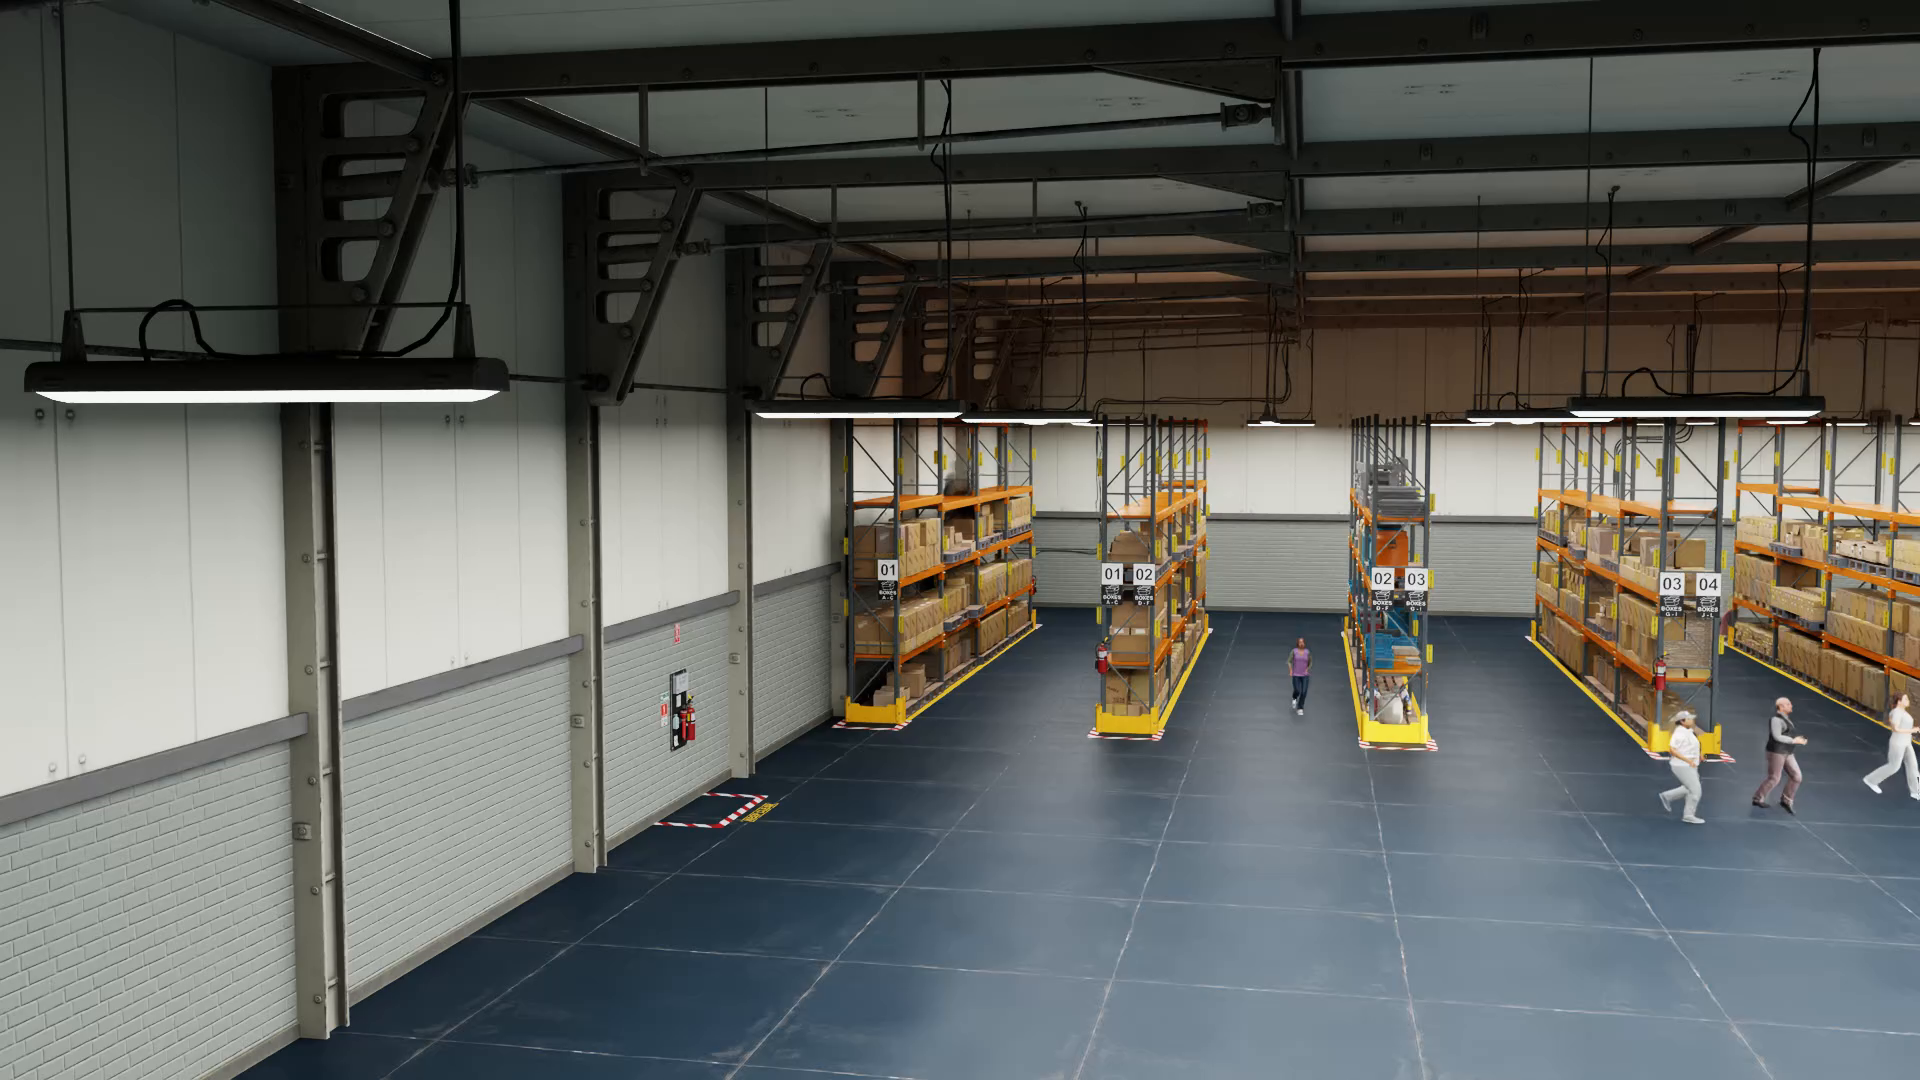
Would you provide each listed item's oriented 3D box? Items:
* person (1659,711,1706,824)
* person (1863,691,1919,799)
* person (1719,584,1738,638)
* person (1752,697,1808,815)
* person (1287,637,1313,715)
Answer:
[{"bbox_3d":[10.537,3.292,24.270,0.664,1.614,0.611,3,5,36],"label":"person"},{"bbox_3d":[14.463,3.160,25.610,0.955,1.673,0.569,4,5,44],"label":"person"},{"bbox_3d":[21.019,1.887,45.355,0.862,1.607,0.637,3,5,38],"label":"person"},{"bbox_3d":[12.226,3.233,24.759,0.748,1.799,0.675,4,5,44],"label":"person"},{"bbox_3d":[6.824,2.729,33.353,0.507,1.550,0.512,0,4,4],"label":"person"}]
